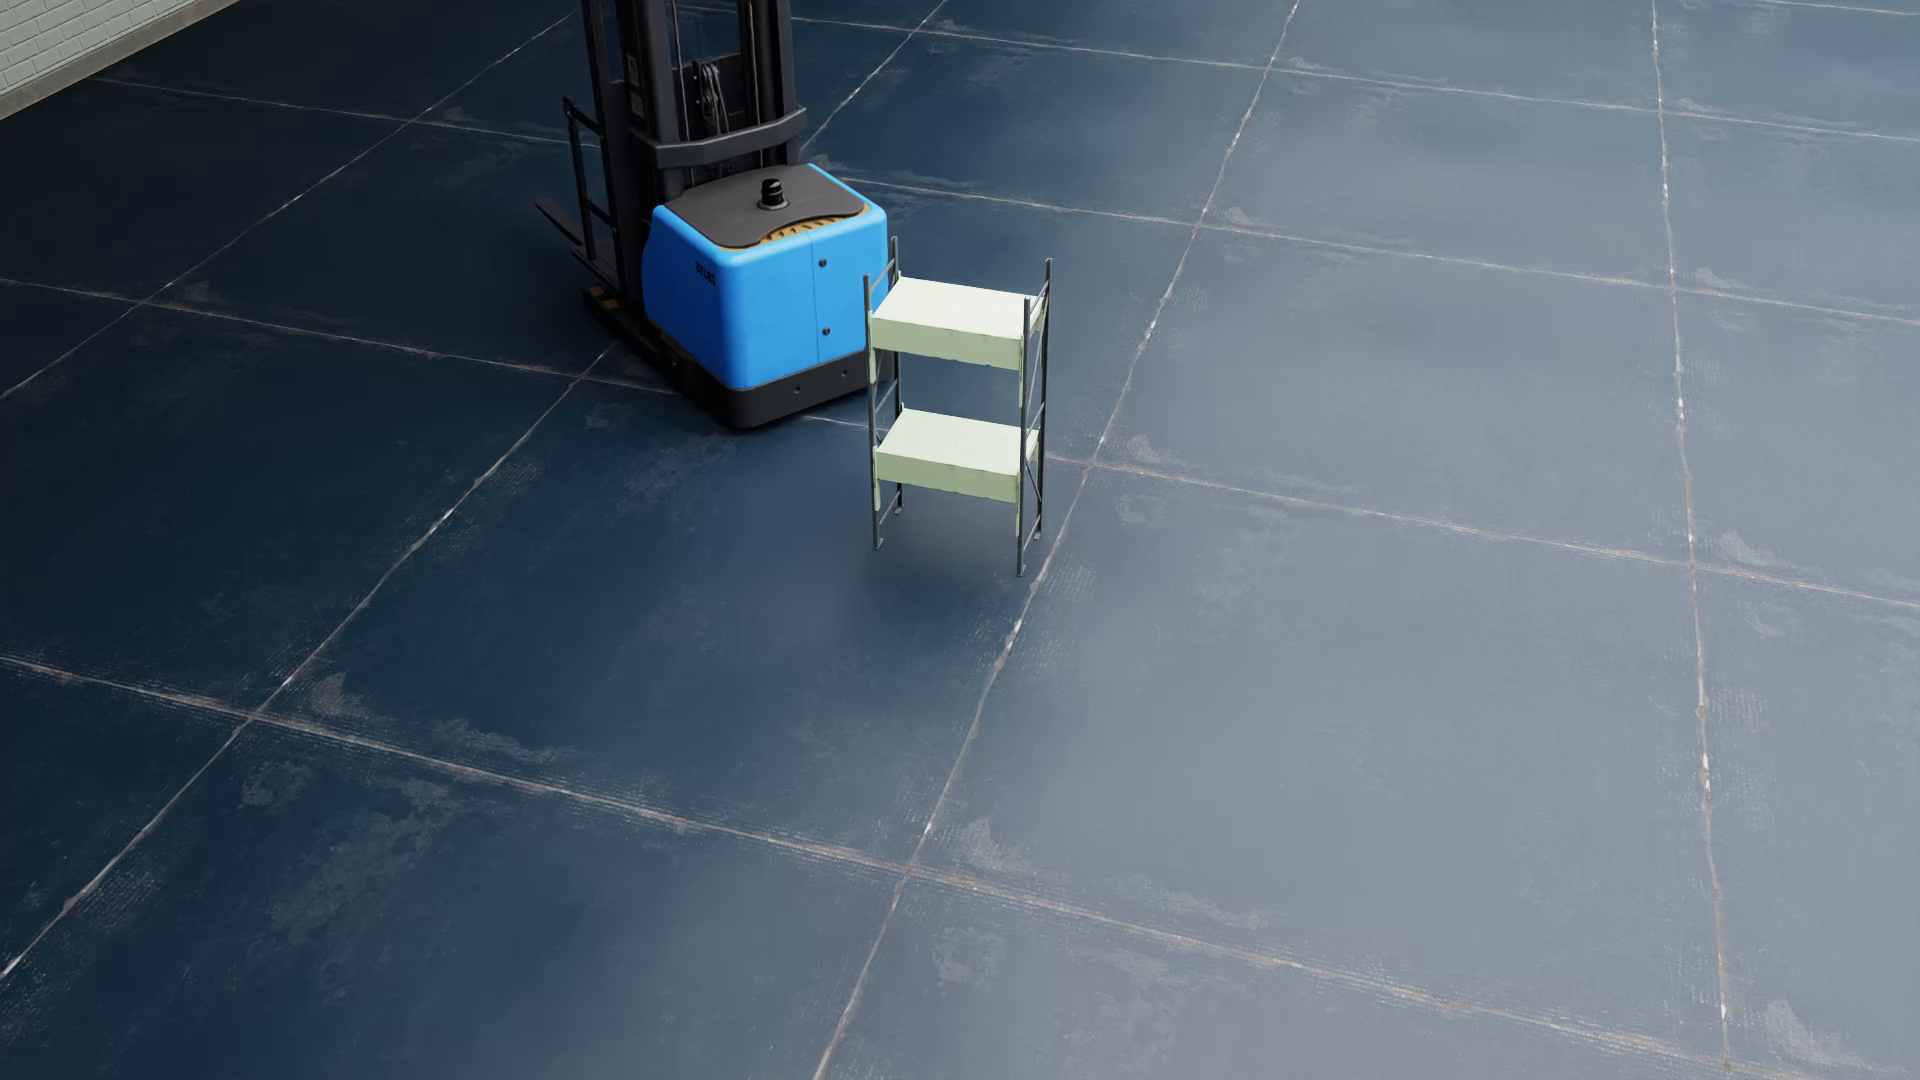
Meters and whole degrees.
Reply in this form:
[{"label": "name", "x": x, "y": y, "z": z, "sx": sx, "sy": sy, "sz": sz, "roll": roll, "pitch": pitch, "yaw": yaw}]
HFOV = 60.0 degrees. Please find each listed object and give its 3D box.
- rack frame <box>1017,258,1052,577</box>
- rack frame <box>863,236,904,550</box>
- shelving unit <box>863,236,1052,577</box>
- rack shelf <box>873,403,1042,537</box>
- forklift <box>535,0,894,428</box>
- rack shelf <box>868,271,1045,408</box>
[{"label": "rack frame", "x": 0.343, "y": -0.541, "z": 7.719, "sx": 0.023, "sy": 1.500, "sz": 0.400, "roll": 10, "pitch": 38, "yaw": 14}, {"label": "rack frame", "x": -0.356, "y": -0.670, "z": 7.895, "sx": 0.023, "sy": 1.500, "sz": 0.400, "roll": 10, "pitch": 38, "yaw": 14}, {"label": "shelving unit", "x": -0.006, "y": -0.605, "z": 7.807, "sx": 0.755, "sy": 1.500, "sz": 0.431, "roll": 10, "pitch": 38, "yaw": 14}, {"label": "rack shelf", "x": -0.006, "y": -0.343, "z": 8.000, "sx": 0.720, "sy": 0.370, "sz": 0.431, "roll": 10, "pitch": 38, "yaw": 14}, {"label": "forklift", "x": -1.638, "y": -2.609, "z": 9.322, "sx": 1.130, "sy": 2.935, "sz": 3.031, "roll": -23, "pitch": 42, "yaw": -28}, {"label": "rack shelf", "x": -0.006, "y": -0.919, "z": 7.576, "sx": 0.720, "sy": 0.370, "sz": 0.431, "roll": 10, "pitch": 38, "yaw": 14}]
